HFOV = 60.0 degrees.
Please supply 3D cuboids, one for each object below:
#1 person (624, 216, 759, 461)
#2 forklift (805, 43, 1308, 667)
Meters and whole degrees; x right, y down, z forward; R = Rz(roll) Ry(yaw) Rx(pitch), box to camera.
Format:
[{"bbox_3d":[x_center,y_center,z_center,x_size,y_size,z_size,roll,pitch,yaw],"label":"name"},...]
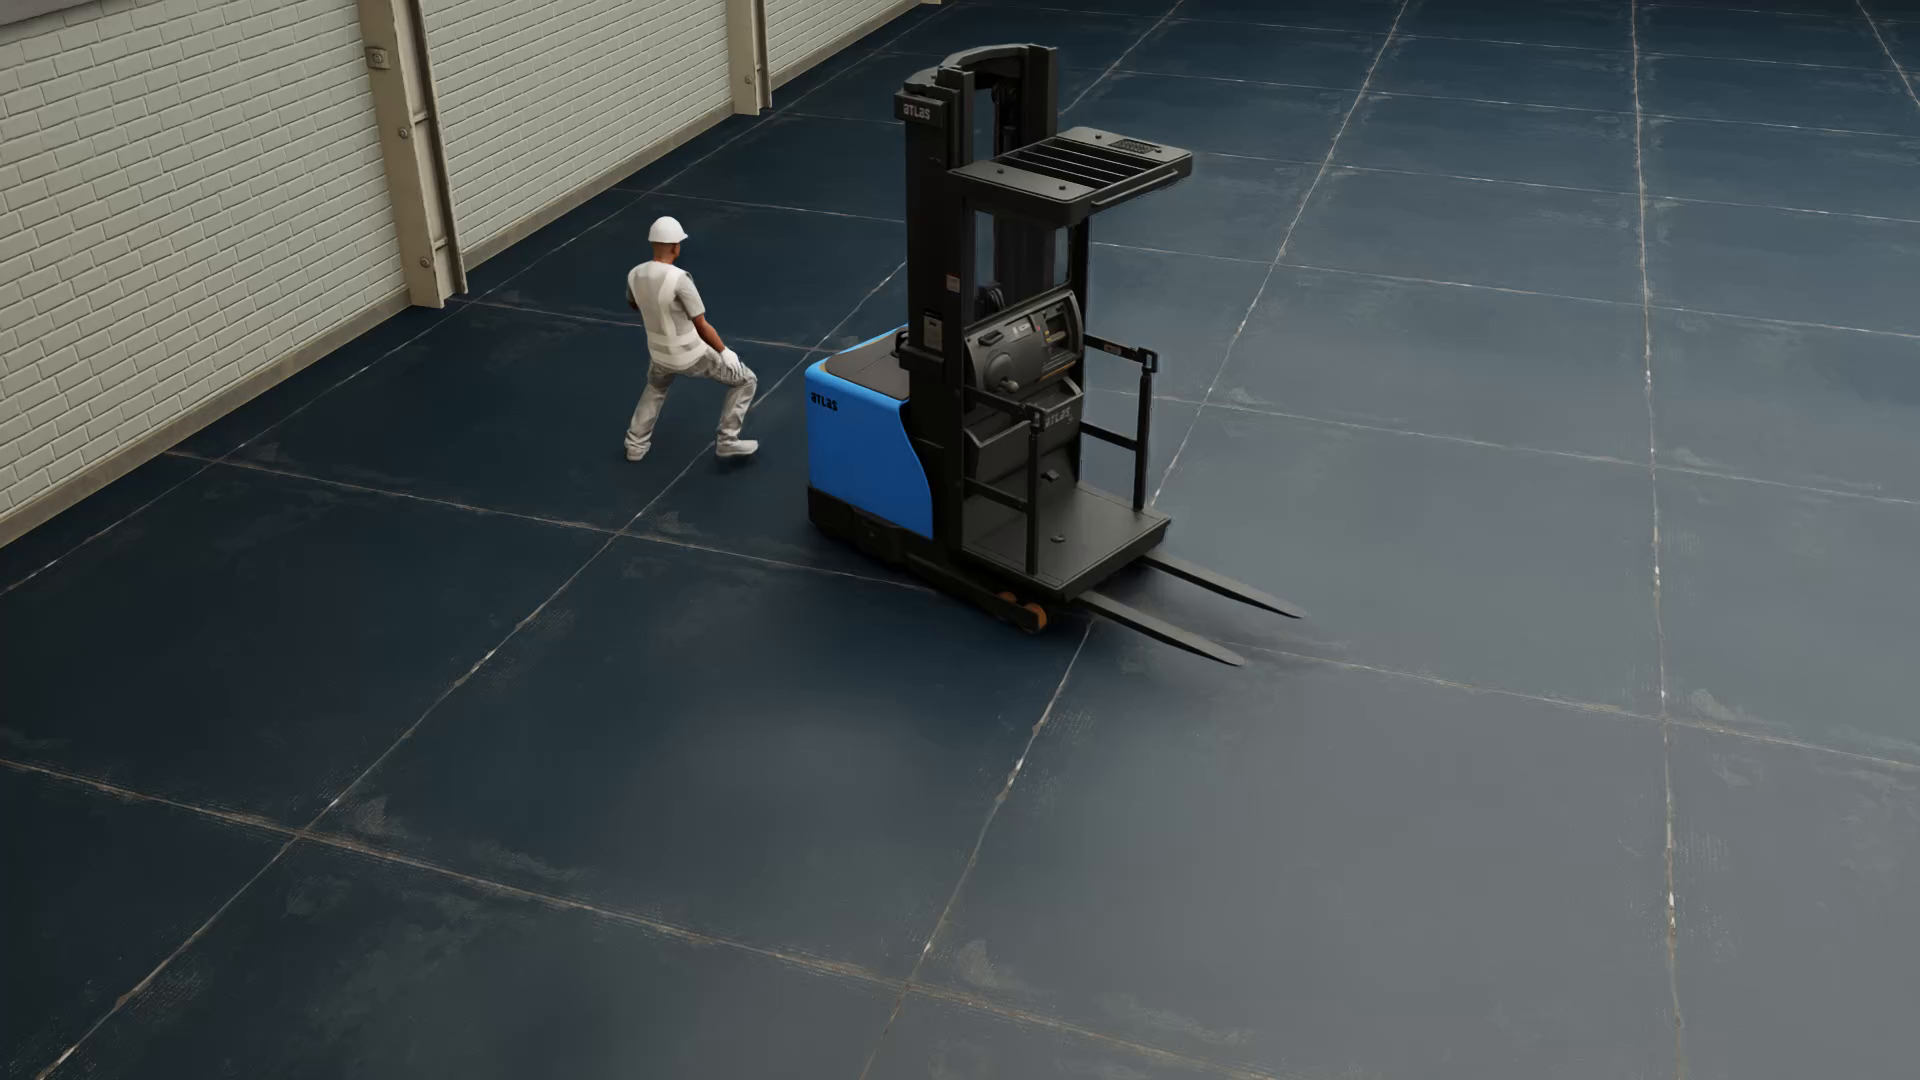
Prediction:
[{"bbox_3d":[-1.811,-1.280,10.704,1.014,1.645,0.660,23,37,34],"label":"person"},{"bbox_3d":[0.516,-1.050,8.978,3.031,2.935,1.130,23,37,35],"label":"forklift"}]
